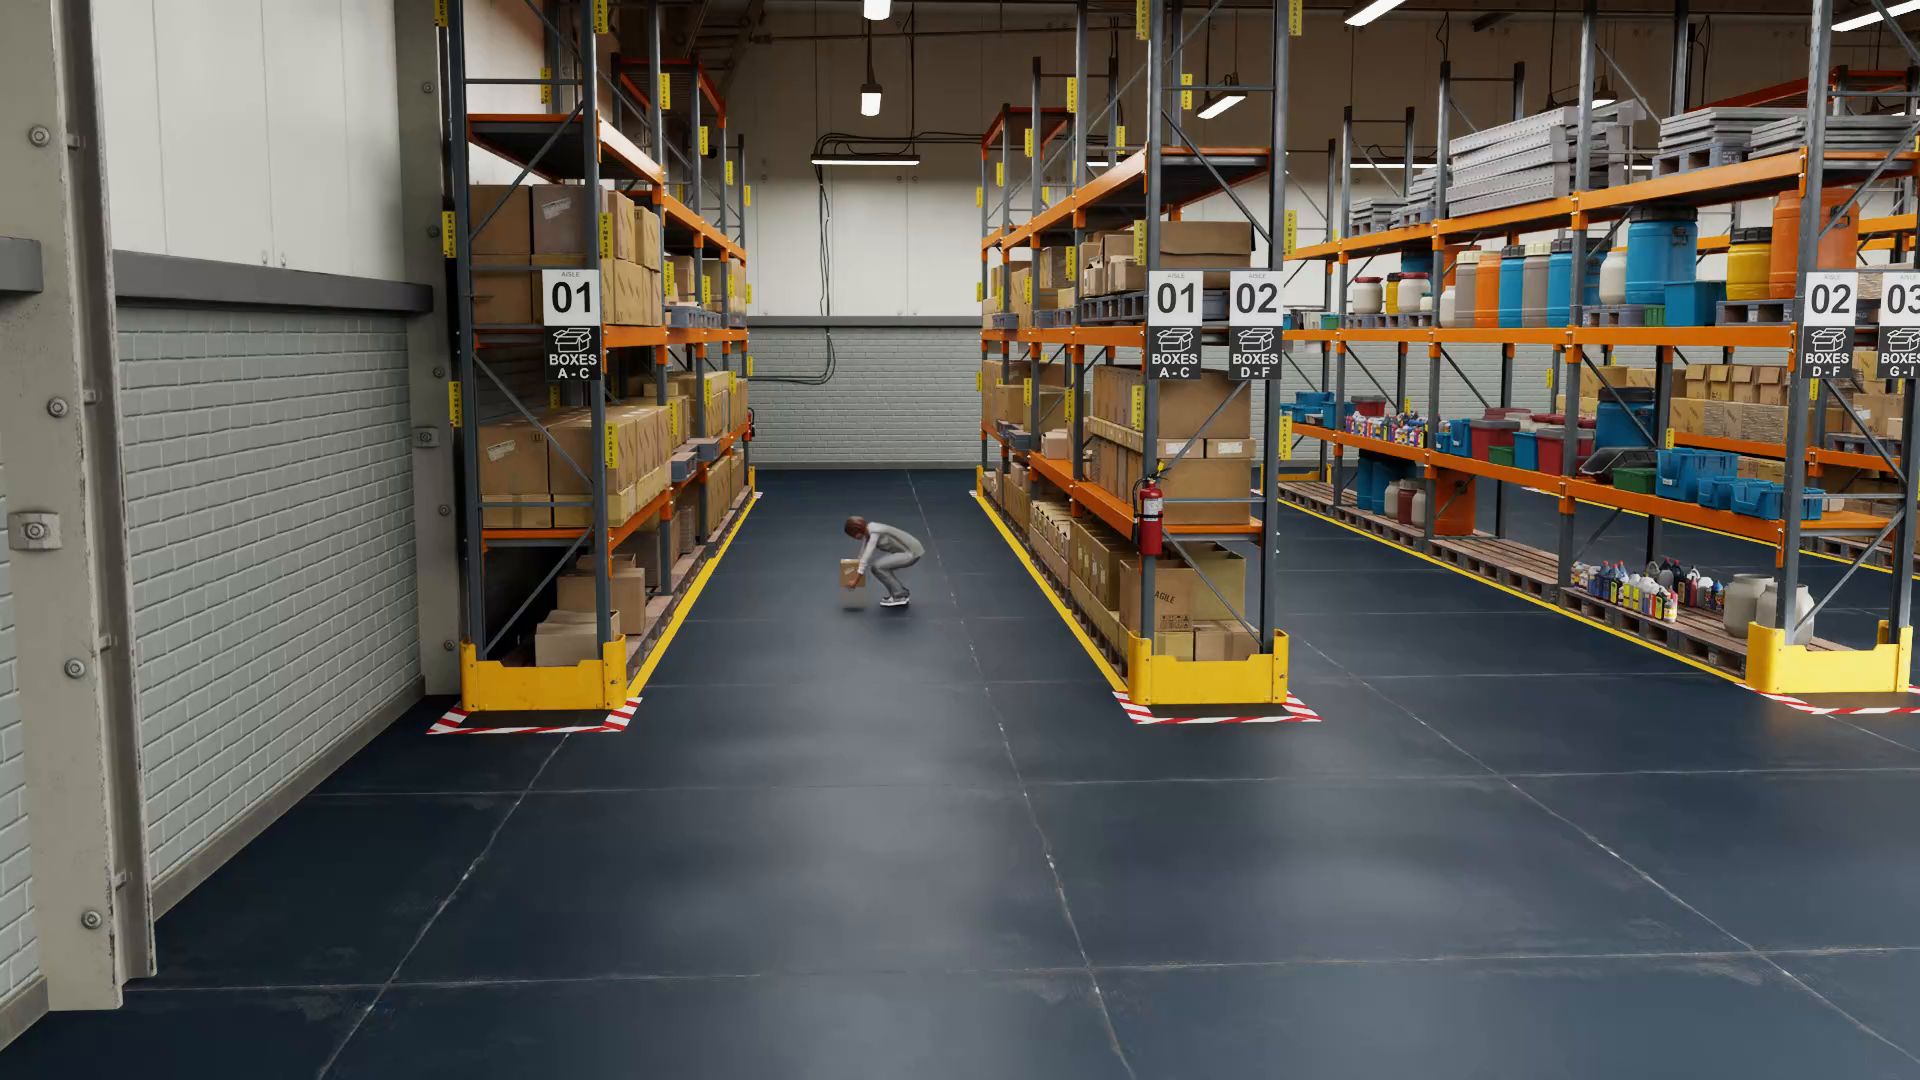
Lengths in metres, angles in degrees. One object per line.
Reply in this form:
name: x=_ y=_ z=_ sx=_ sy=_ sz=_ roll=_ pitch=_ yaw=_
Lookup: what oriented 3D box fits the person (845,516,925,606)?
person: x=-0.765 y=0.210 z=16.941 sx=0.814 sy=0.904 sz=0.420 roll=-1 pitch=7 yaw=-5
